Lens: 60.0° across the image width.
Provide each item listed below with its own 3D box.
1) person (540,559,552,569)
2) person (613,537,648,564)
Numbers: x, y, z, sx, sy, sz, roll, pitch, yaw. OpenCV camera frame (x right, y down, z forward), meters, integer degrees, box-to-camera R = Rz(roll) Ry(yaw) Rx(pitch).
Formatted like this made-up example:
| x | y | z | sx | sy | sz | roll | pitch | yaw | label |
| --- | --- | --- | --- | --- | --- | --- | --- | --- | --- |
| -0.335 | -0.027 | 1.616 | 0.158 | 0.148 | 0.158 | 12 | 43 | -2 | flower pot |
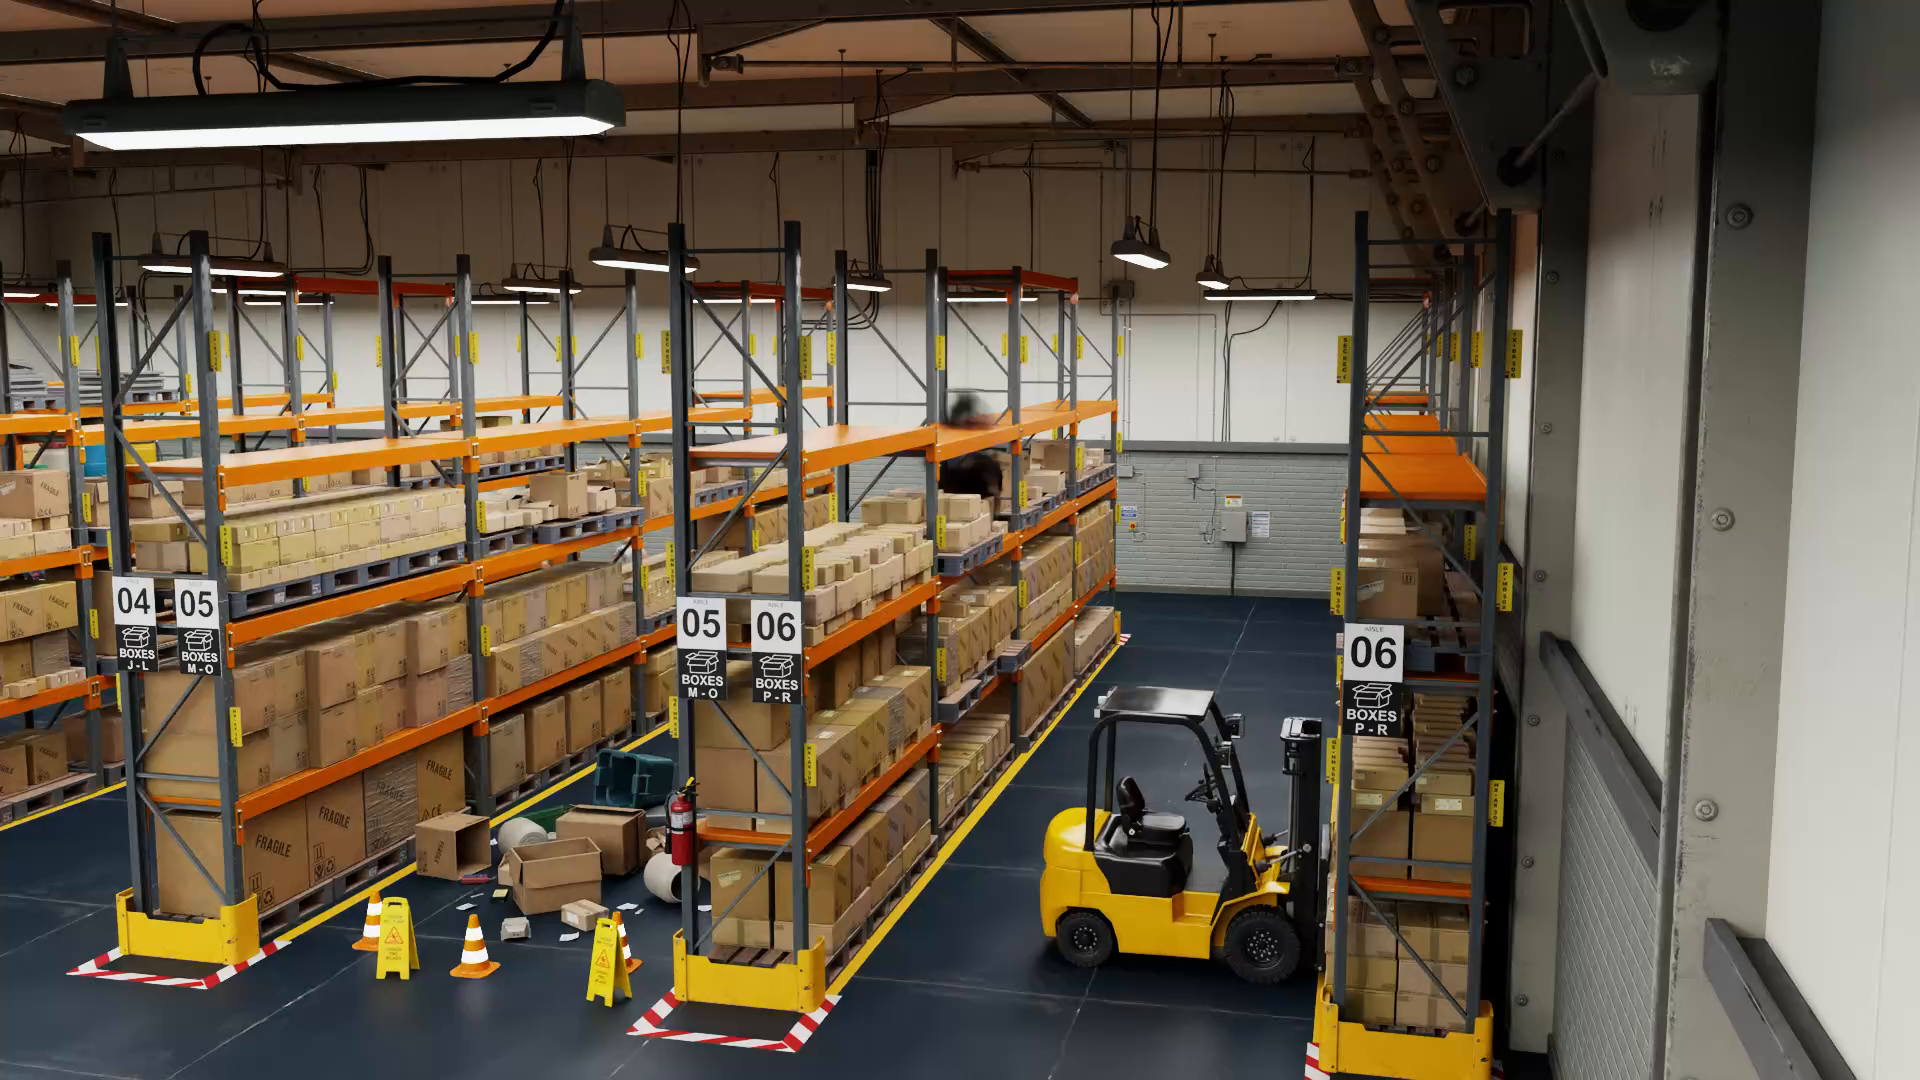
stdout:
| x | y | z | sx | sy | sz | roll | pitch | yaw | label |
| --- | --- | --- | --- | --- | --- | --- | --- | --- | --- |
| -6.624 | 1.104 | 26.500 | 0.618 | 1.609 | 0.972 | 1 | 7 | 7 | person |
| -6.018 | 0.636 | 30.582 | 0.620 | 1.613 | 0.858 | -4 | 8 | -29 | person |
